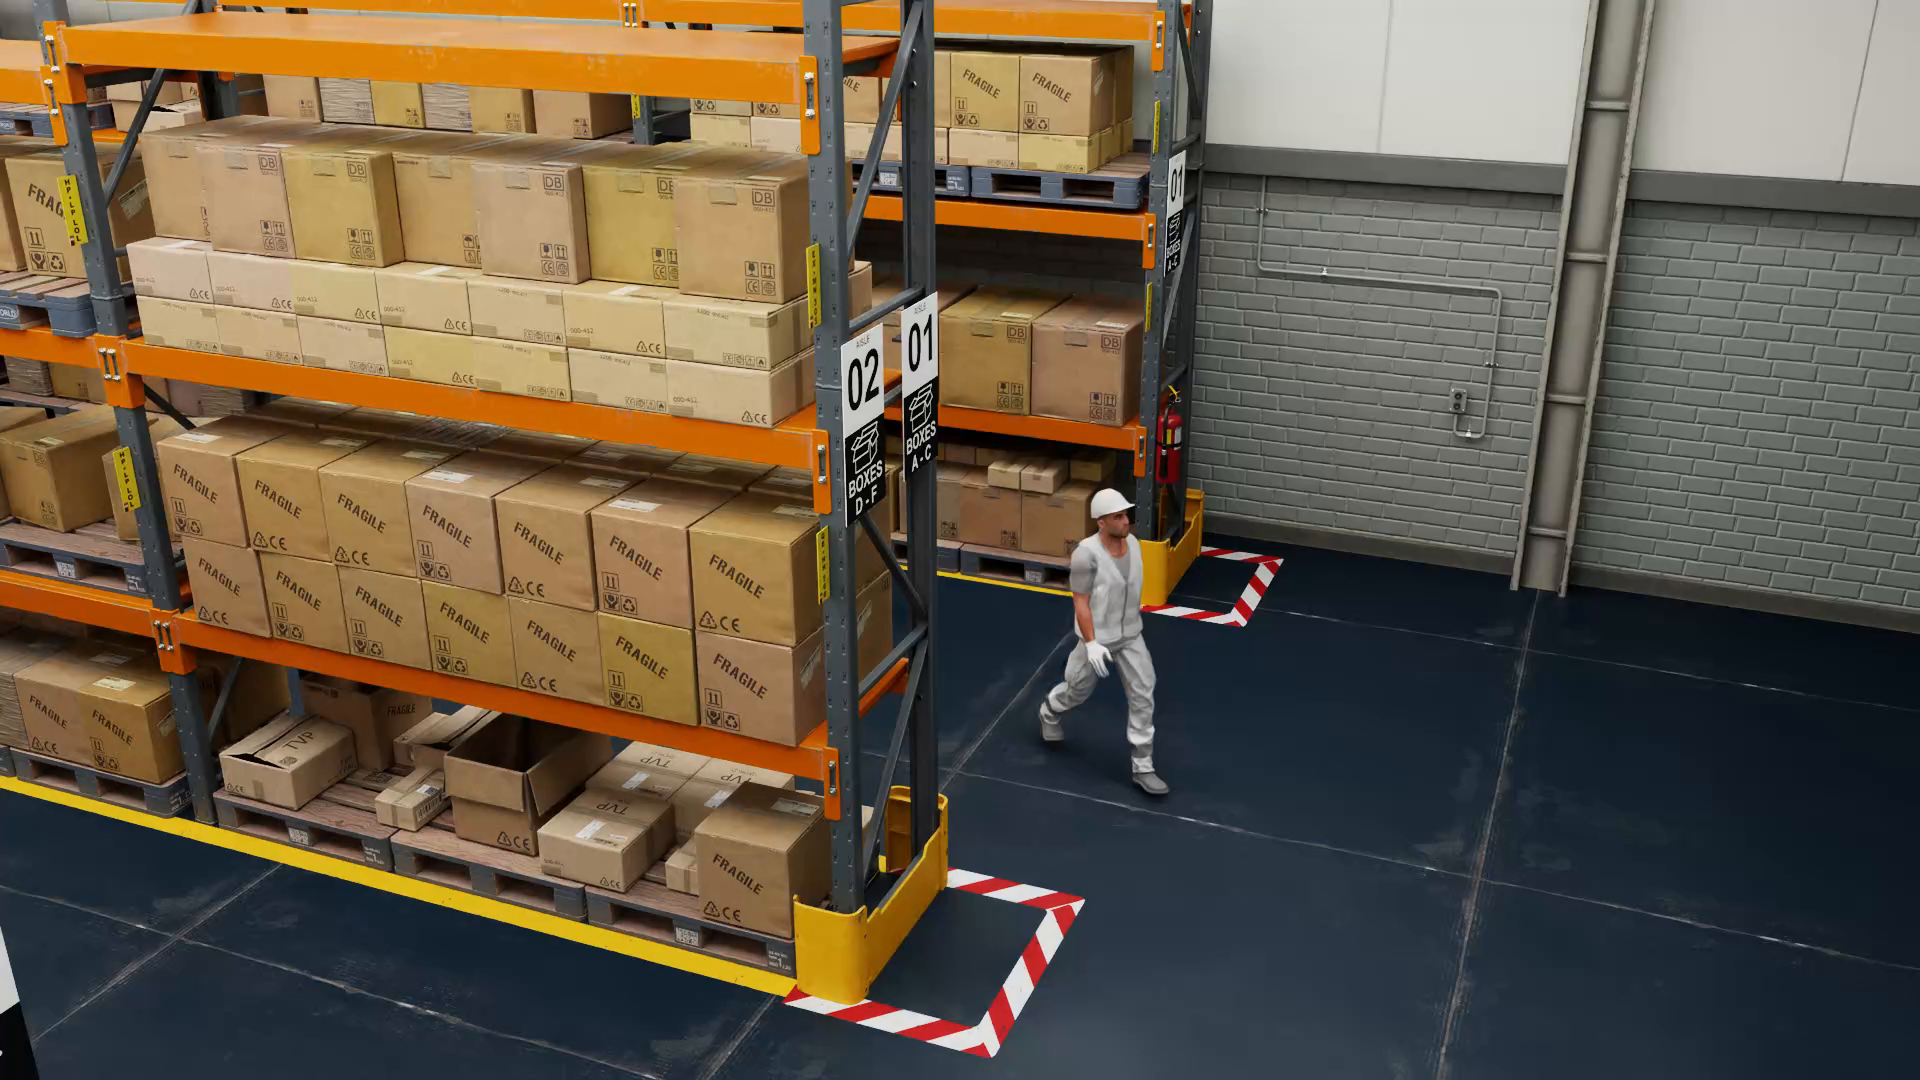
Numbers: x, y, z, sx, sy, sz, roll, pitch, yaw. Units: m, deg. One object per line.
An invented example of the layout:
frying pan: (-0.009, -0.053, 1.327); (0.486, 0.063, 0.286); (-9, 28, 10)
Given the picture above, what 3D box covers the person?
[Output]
person: (0.845, 0.539, 9.572); (0.511, 1.747, 1.034); (-12, 25, -27)
